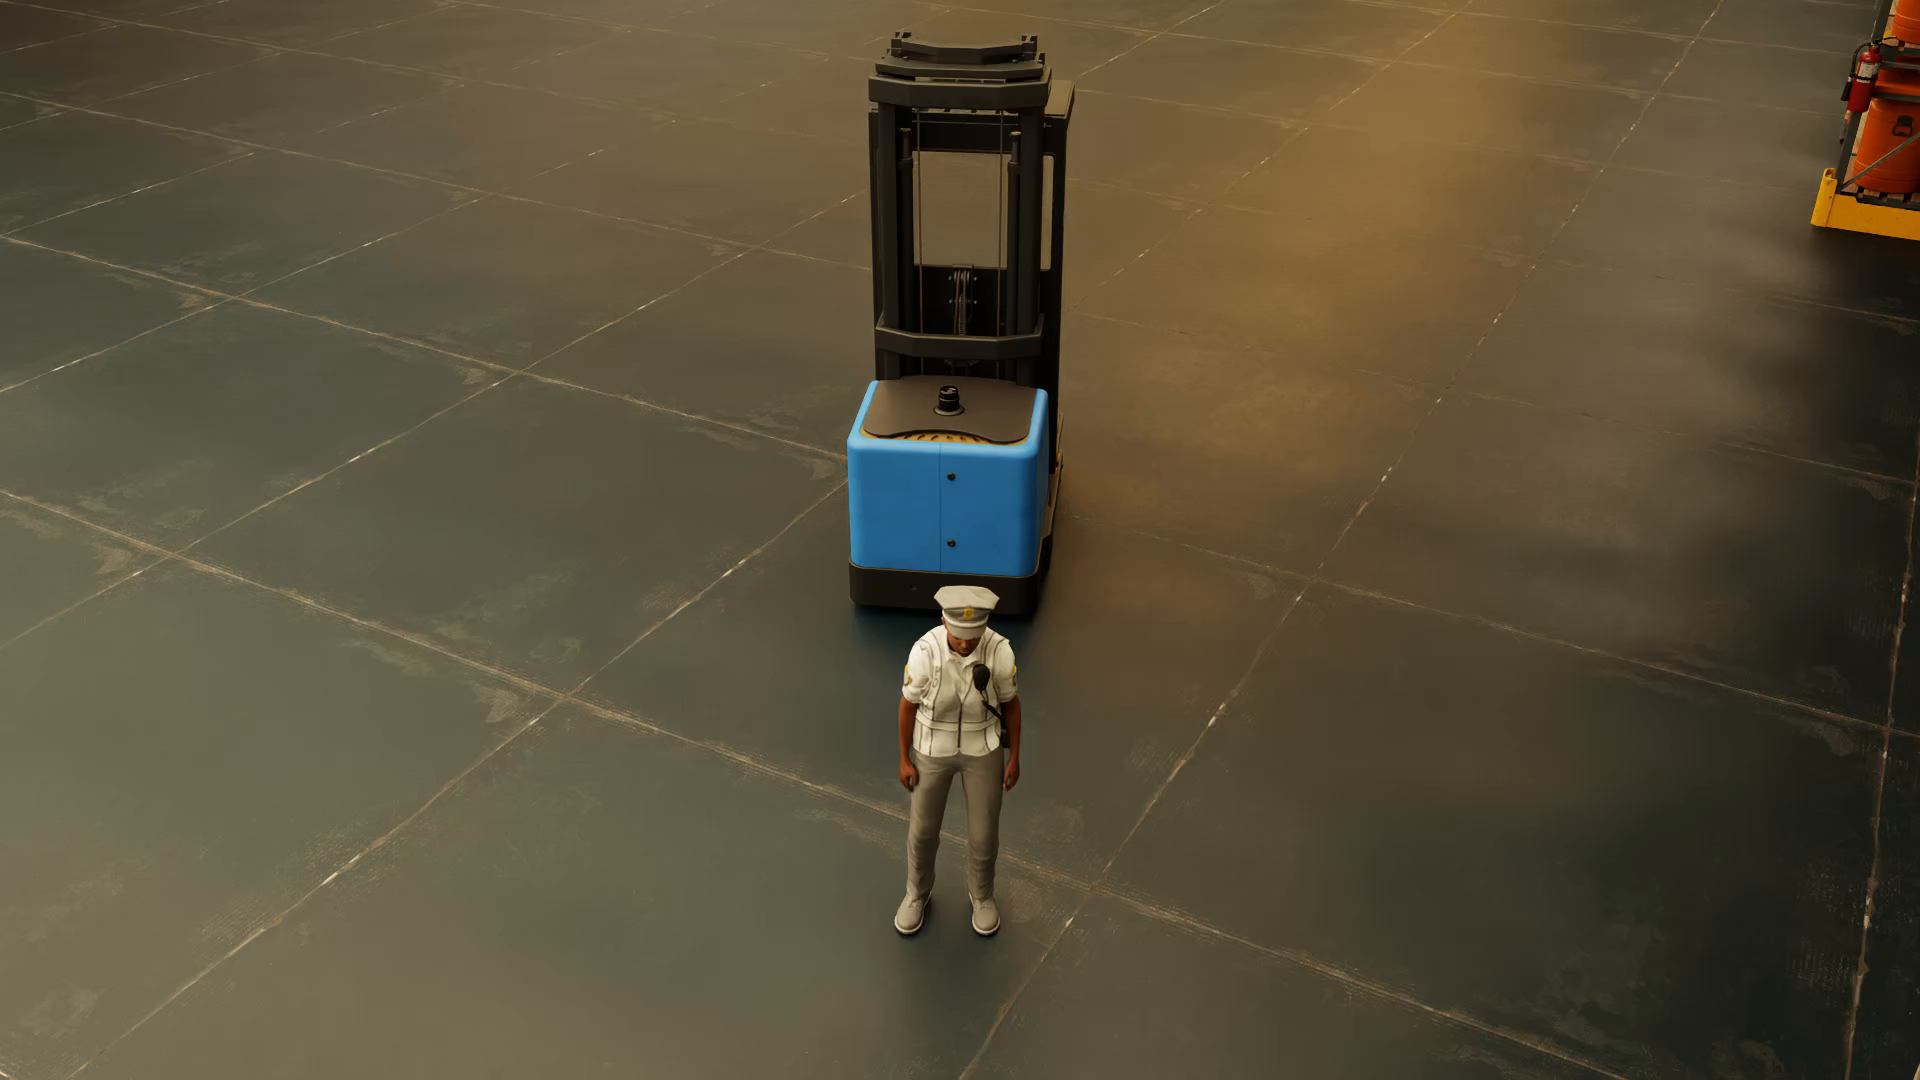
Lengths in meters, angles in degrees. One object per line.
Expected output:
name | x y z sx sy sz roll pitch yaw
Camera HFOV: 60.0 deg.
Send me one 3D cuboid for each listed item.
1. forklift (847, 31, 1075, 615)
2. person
forklift | 0.072 -1.572 9.794 1.130 2.935 3.031 3 30 6
person | -0.015 0.885 6.807 0.532 1.664 0.391 -1 30 -1
